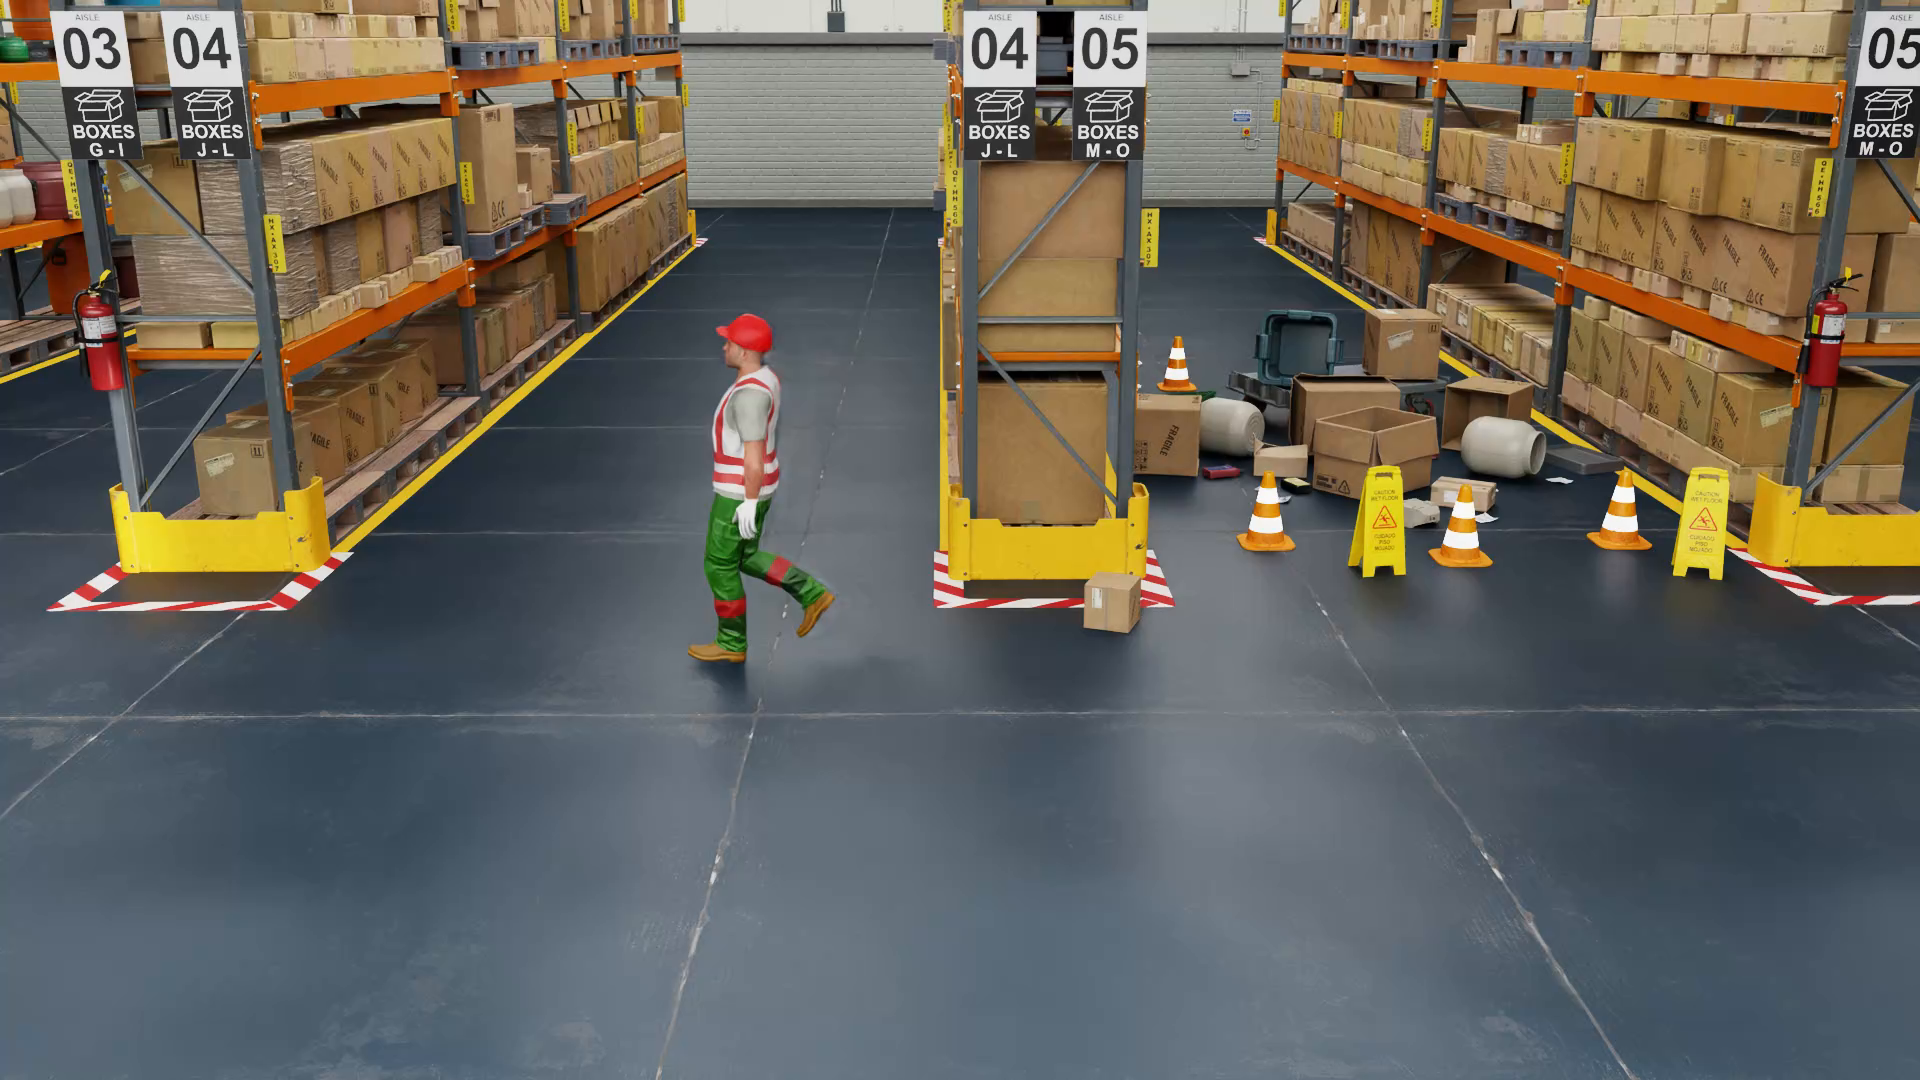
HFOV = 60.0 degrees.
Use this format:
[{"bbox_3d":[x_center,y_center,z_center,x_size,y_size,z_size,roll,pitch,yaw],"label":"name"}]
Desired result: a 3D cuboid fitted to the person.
[{"bbox_3d":[-1.015,-0.248,8.273,0.745,1.771,0.537,1,17,3],"label":"person"}]
